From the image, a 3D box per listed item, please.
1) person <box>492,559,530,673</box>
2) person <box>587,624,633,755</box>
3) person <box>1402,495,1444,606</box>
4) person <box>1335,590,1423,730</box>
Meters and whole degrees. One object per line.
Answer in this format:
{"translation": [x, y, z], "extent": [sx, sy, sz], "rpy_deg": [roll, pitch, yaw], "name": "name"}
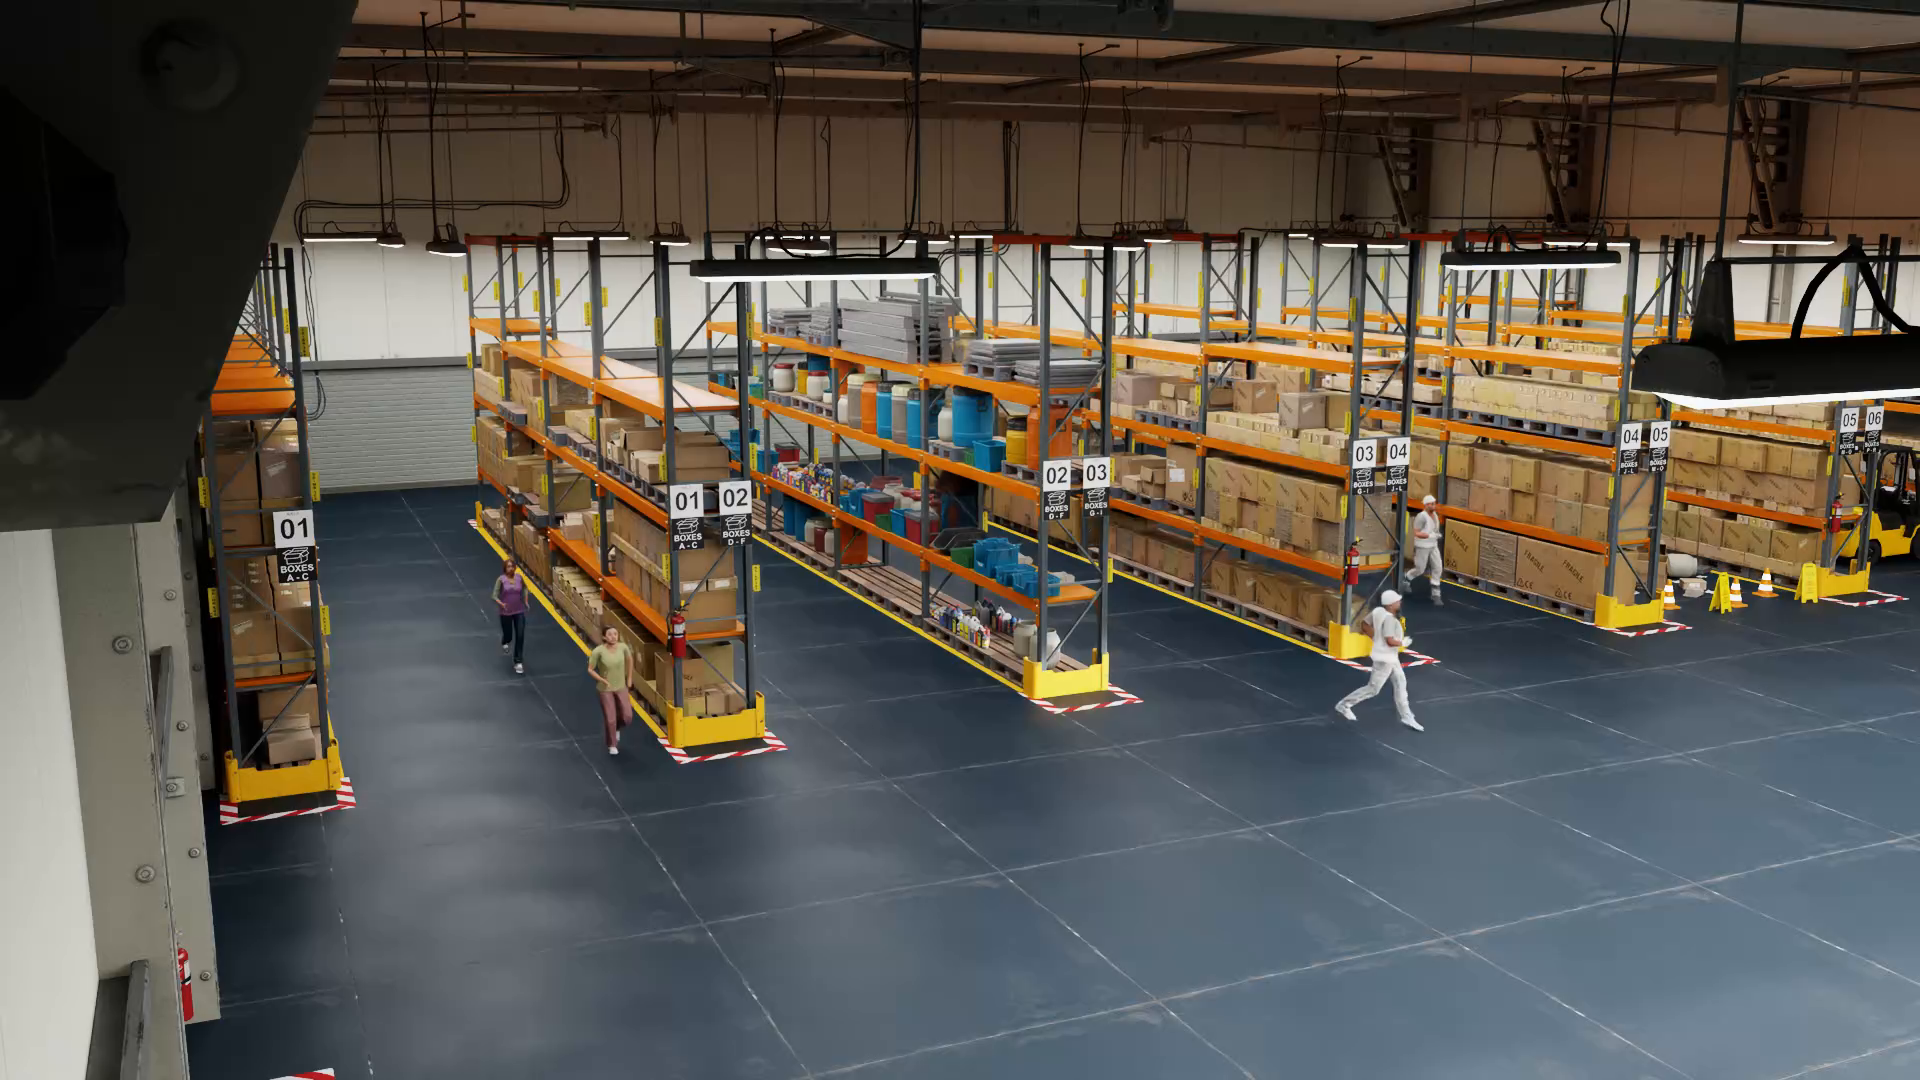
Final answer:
{"translation": [-6.366, 1.148, 23.657], "extent": [0.546, 1.364, 0.813], "rpy_deg": [-6, 12, -27], "name": "person"}
{"translation": [-4.123, 1.791, 19.781], "extent": [0.587, 1.592, 0.560], "rpy_deg": [-6, 13, -29], "name": "person"}
{"translation": [7.732, 0.156, 27.712], "extent": [0.689, 1.848, 0.912], "rpy_deg": [-8, 14, -36], "name": "person"}
{"translation": [5.252, 1.513, 20.690], "extent": [1.104, 1.812, 0.644], "rpy_deg": [2, 11, 11], "name": "person"}
